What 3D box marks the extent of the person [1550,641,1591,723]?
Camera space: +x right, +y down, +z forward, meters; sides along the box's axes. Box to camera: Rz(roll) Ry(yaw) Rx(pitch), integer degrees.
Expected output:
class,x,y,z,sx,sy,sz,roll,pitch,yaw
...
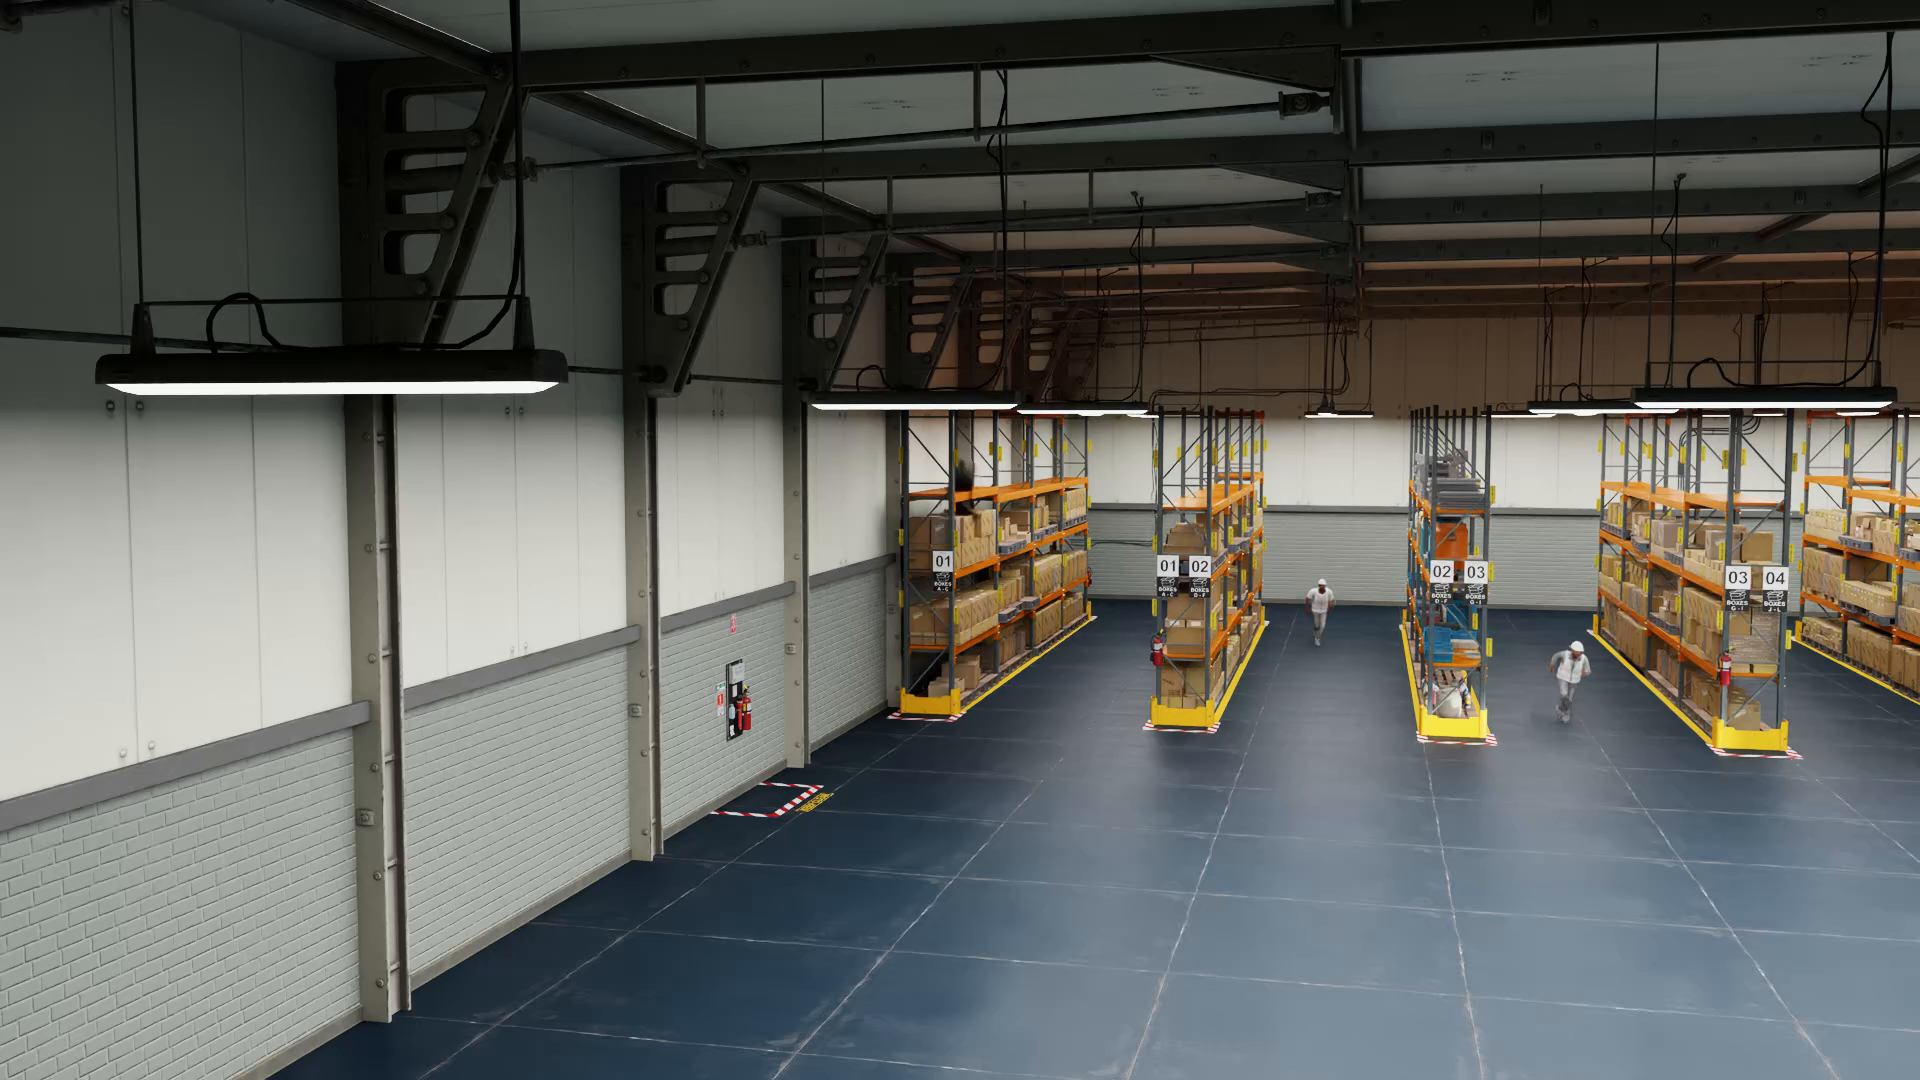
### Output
class,x,y,z,sx,sy,sz,roll,pitch,yaw
person,11.608,2.660,31.617,0.637,1.567,1.115,0,4,5

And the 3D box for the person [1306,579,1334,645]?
class,x,y,z,sx,sy,sz,roll,pitch,yaw
person,9.206,1.833,42.524,0.692,1.694,0.702,0,4,-2
